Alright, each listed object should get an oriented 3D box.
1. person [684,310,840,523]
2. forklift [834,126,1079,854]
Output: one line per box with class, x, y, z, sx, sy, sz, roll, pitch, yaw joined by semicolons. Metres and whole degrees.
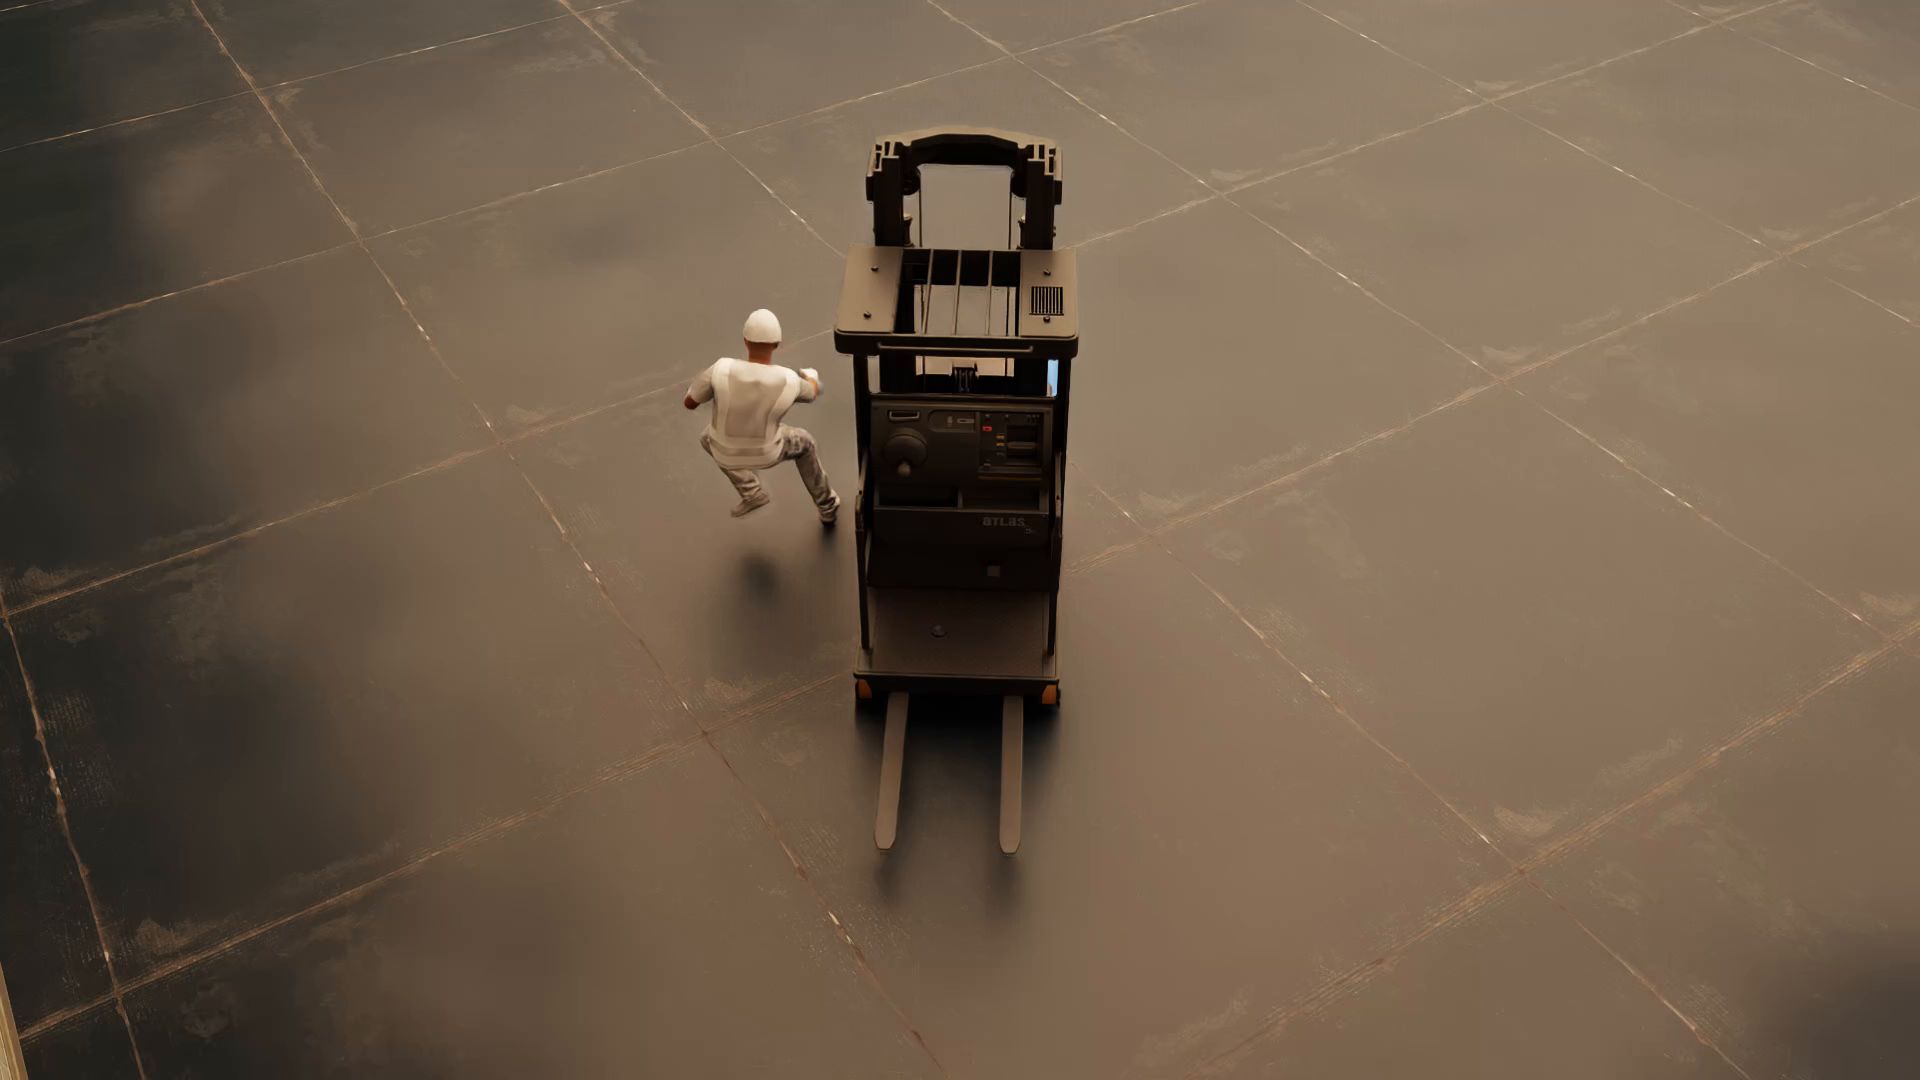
person;-1.168;-0.736;9.718;0.873;1.568;0.776;-2;41;-2
forklift;0.000;-0.427;8.359;1.130;2.935;3.031;2;41;2
